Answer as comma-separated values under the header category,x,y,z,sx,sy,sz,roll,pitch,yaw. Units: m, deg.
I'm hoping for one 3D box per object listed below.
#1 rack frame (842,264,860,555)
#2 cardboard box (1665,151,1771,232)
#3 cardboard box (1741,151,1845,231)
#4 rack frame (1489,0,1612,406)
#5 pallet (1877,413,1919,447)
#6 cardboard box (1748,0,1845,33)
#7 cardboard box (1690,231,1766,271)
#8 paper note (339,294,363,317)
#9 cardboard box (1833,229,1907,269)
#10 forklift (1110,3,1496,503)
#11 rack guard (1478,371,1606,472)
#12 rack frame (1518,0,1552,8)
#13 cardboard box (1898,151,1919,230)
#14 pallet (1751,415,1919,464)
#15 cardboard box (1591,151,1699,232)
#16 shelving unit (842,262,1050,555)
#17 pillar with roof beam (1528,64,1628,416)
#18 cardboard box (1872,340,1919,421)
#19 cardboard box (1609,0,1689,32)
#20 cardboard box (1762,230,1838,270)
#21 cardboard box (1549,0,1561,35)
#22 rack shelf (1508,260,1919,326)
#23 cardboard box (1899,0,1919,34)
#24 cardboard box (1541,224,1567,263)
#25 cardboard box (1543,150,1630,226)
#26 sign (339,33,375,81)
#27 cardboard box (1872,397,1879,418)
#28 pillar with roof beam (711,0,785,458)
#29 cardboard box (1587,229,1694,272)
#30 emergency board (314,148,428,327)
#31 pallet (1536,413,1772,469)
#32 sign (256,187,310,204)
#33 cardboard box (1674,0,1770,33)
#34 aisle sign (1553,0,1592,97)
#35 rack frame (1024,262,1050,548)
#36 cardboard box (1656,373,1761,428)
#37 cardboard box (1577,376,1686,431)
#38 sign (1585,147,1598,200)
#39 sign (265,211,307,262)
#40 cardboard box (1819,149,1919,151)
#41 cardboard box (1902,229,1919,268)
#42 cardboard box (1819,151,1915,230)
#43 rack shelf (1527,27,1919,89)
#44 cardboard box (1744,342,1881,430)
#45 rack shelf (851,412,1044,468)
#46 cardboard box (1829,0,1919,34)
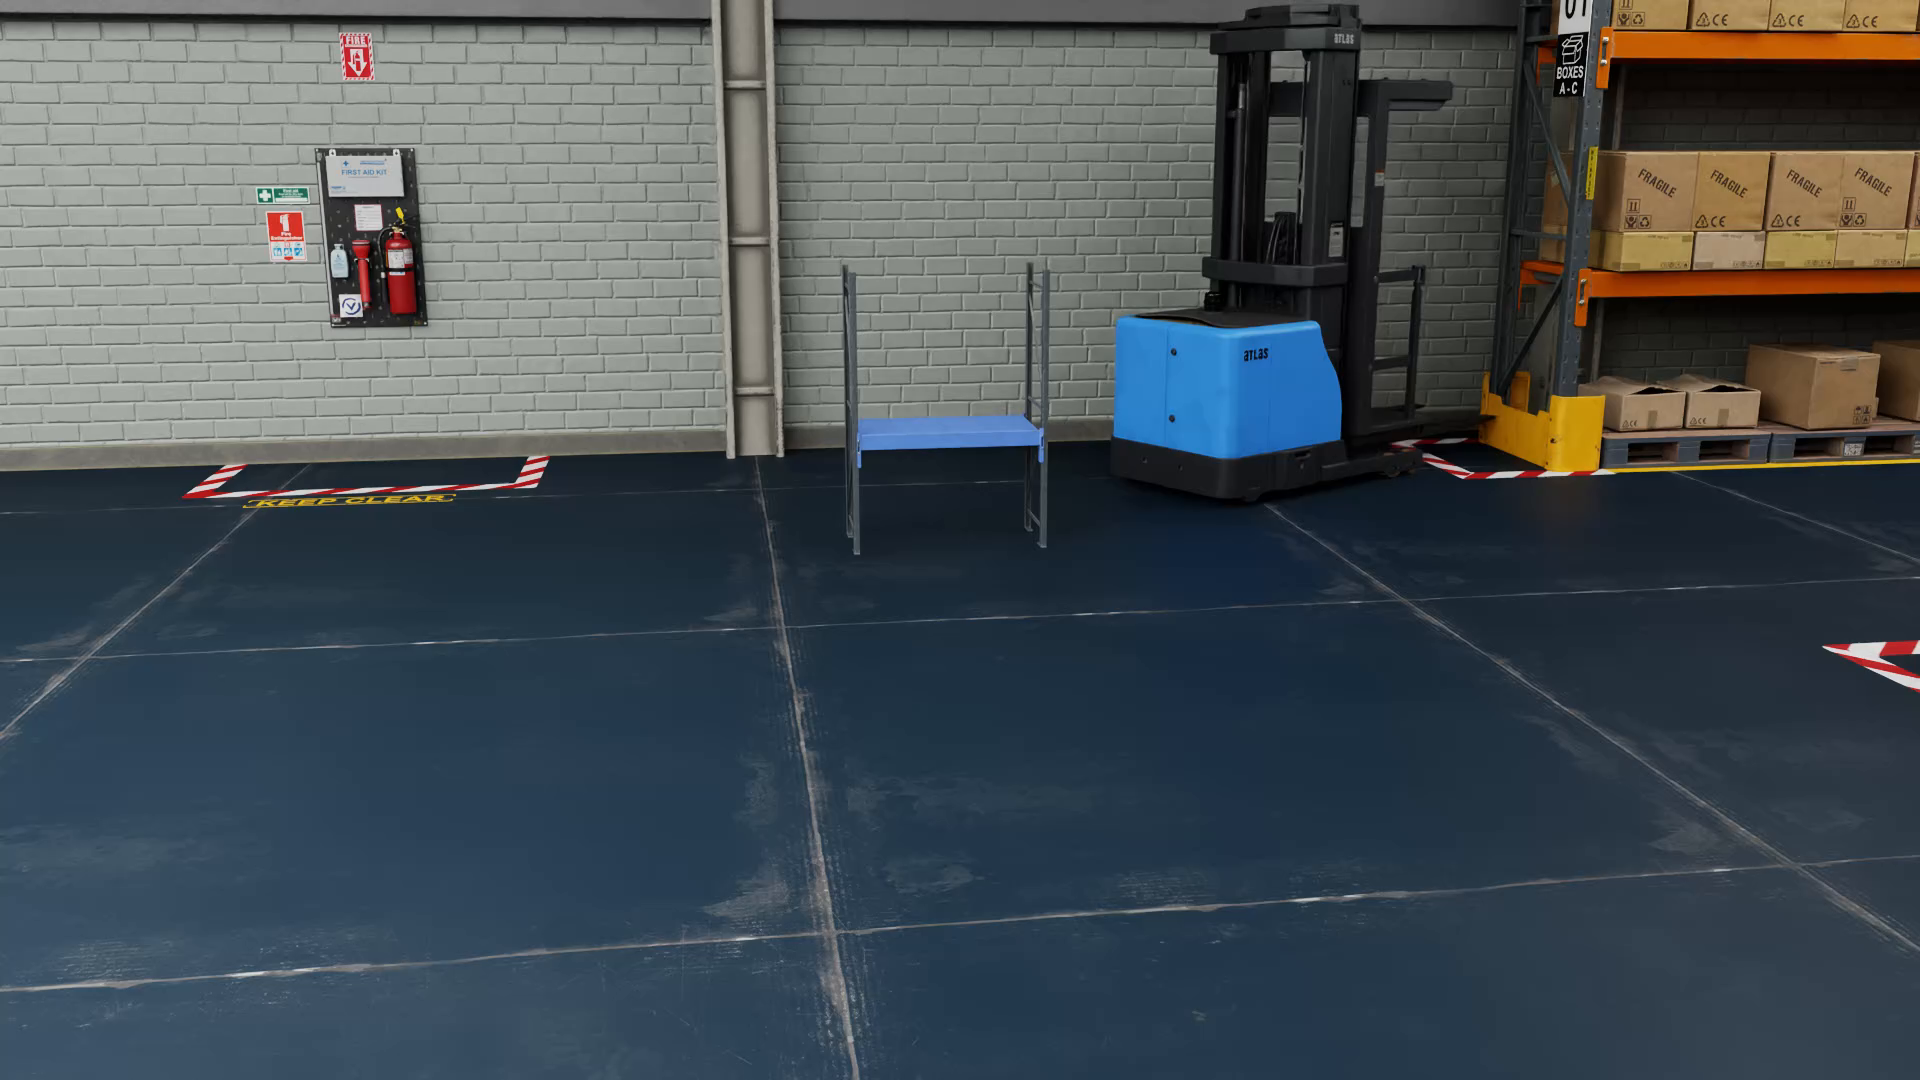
category,x,y,z,sx,sy,sz,roll,pitch,yaw
rack frame,-0.587,-0.706,8.954,0.032,1.500,0.500,-2,14,-8
cardboard box,4.944,-2.307,10.979,0.500,0.500,0.500,-2,14,-8
cardboard box,5.456,-2.324,11.048,0.500,0.500,0.500,-3,14,-10
rack frame,3.937,-2.046,11.212,0.127,3.000,1.000,-2,14,-8
pallet,7.234,-0.805,11.998,1.213,0.211,1.003,-2,14,-8
cardboard box,5.354,-3.541,10.763,0.500,0.500,0.500,-1,14,-6
cardboard box,4.978,-1.946,11.083,0.500,0.250,0.500,-3,14,-10
paper note,-4.067,-1.564,11.103,0.142,0.148,0.016,-2,14,-8
cardboard box,5.983,-1.981,11.222,0.500,0.250,0.500,-2,14,-8
forklift,2.424,-1.916,10.837,3.031,2.935,1.130,-11,18,-38
rack guard,4.012,-0.836,11.527,0.348,0.500,1.175,-2,14,-8
rack frame,3.937,-4.956,10.482,0.127,3.000,1.000,-2,14,-8
cardboard box,6.479,-2.365,11.210,0.500,0.500,0.500,-3,14,-10
pallet,6.025,-0.760,11.819,1.213,0.211,1.003,-2,14,-8
cardboard box,4.454,-2.291,10.918,0.500,0.500,0.500,-2,14,-8
shelving unit,-0.084,-0.724,9.027,1.048,1.500,0.538,-2,14,-8
pillar with roof beam,5.142,-4.153,7.284,0.400,9.000,9.100,-2,14,-8
cardboard box,6.872,-1.144,11.852,0.500,0.500,0.500,-3,14,-13
cardboard box,4.305,-3.511,10.641,0.500,0.500,0.500,-2,14,-7
cardboard box,5.483,-1.963,11.151,0.500,0.250,0.500,-2,14,-9
cardboard box,4.312,-3.635,11.136,0.500,0.500,0.500,-1,14,-4
rack shelf,5.915,-1.769,11.589,4.000,0.370,1.077,-2,14,-8
cardboard box,6.386,-3.581,10.923,0.500,0.500,0.500,-3,14,-11
cardboard box,4.371,-2.046,11.482,0.500,0.250,0.500,-2,14,-7
cardboard box,4.372,-2.415,11.409,0.500,0.500,0.500,-2,14,-9
sign,-3.905,-3.129,10.768,0.199,0.298,0.001,-2,14,-8
cardboard box,6.308,-0.968,11.872,0.250,0.149,0.380,-3,14,-13
pillar with roof beam,-0.791,-3.936,6.417,0.400,9.000,9.100,-2,14,-8
cardboard box,4.467,-1.924,10.994,0.500,0.250,0.500,-3,14,-10
emergency board,-3.882,-1.981,10.956,0.643,1.169,0.194,-2,14,-8
pallet,4.821,-0.717,11.646,1.213,0.211,1.003,-2,14,-8
sign,-4.438,-2.258,10.898,0.331,0.109,0.001,-2,14,-8
cardboard box,4.842,-3.522,10.685,0.500,0.500,0.500,-1,14,-5
aisle sign,3.911,-3.232,10.598,0.004,0.787,0.394,-2,14,-8
rack frame,0.418,-0.743,9.101,0.032,1.500,0.500,-2,14,-8
cardboard box,5.199,-0.979,11.582,0.500,0.311,0.500,-1,14,-4
cardboard box,4.635,-0.958,11.499,0.500,0.311,0.500,-4,15,-15
sign,4.018,-2.335,10.587,0.005,0.325,0.100,-2,14,-8
sign,-4.444,-2.003,10.970,0.234,0.329,0.001,-2,14,-8
cardboard box,6.391,-2.490,11.709,0.500,0.500,0.500,-2,14,-7
cardboard box,6.480,-1.999,11.295,0.500,0.250,0.500,-2,14,-9
cardboard box,5.965,-2.346,11.134,0.500,0.500,0.500,-2,14,-7
rack shelf,5.915,-3.224,11.224,4.000,0.370,1.077,-2,14,-8
cardboard box,5.931,-1.085,11.617,0.500,0.500,0.700,-3,14,-12
rack shelf,-0.084,-0.550,9.071,1.000,0.185,0.538,-2,14,-8
cardboard box,5.881,-3.566,10.861,0.500,0.500,0.500,-1,14,-5
